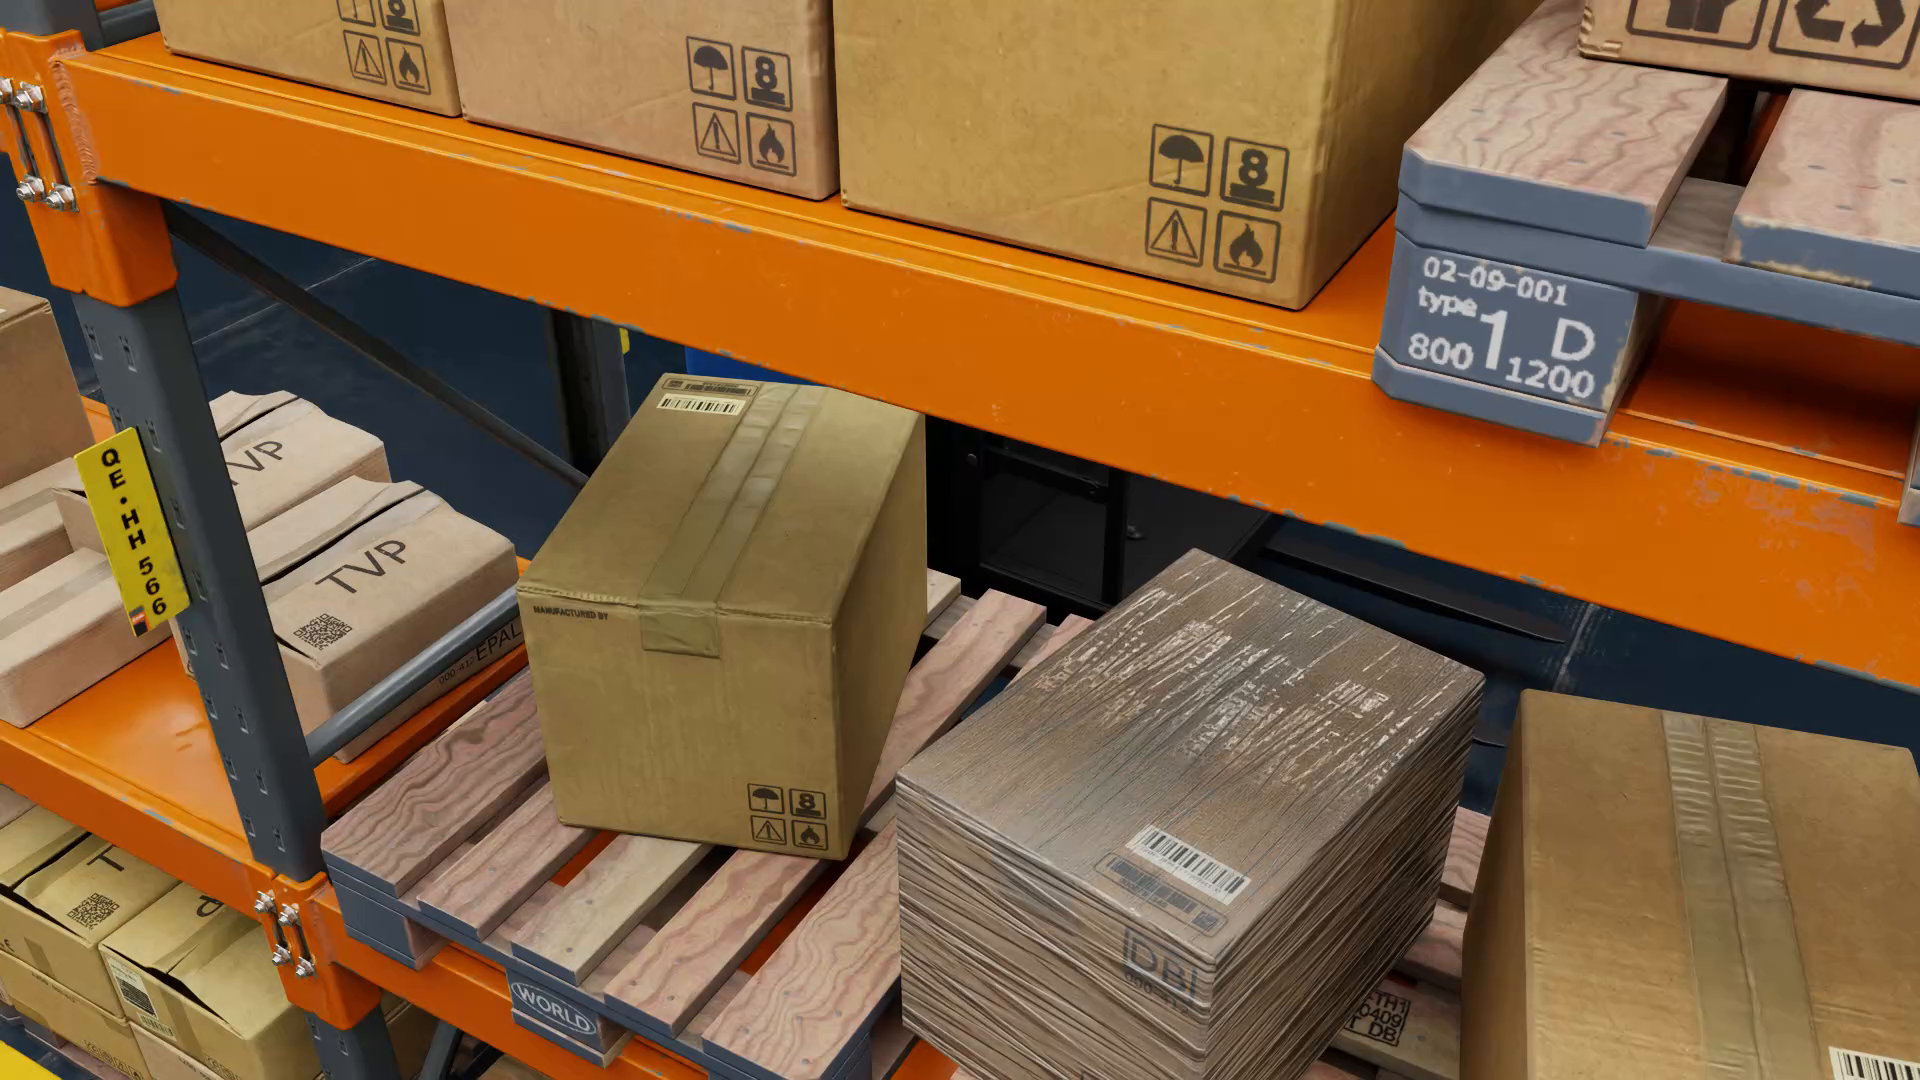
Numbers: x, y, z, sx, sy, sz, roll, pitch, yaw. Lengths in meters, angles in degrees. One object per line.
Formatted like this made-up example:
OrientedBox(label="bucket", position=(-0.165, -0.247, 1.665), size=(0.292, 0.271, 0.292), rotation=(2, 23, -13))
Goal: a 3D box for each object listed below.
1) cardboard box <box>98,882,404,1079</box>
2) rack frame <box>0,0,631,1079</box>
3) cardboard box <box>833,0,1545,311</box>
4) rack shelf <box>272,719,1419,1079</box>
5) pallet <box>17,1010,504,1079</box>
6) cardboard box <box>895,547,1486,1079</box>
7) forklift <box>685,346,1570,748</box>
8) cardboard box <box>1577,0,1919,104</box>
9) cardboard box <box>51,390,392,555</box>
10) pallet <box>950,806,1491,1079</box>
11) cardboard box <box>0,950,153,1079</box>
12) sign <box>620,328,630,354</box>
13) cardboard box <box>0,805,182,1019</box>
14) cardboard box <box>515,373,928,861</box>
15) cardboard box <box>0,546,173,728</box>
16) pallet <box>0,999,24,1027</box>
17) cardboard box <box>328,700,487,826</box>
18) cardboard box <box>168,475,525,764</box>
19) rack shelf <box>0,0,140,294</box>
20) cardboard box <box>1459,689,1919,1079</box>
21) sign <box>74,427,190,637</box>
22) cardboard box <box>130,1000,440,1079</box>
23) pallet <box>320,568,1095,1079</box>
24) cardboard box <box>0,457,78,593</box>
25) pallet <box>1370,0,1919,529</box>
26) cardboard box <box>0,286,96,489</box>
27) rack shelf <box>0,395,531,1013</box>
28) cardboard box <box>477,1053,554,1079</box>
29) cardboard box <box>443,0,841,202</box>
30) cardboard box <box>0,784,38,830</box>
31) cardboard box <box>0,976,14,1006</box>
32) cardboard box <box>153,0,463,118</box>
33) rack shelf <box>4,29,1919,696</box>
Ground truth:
OrientedBox(label="cardboard box", position=(-1.551, 0.916, 3.763), size=(0.500, 0.311, 0.500), rotation=(19, 38, 26))
OrientedBox(label="rack frame", position=(-0.974, 0.206, 3.235), size=(0.127, 3.000, 1.000), rotation=(18, 37, 24))
OrientedBox(label="cardboard box", position=(0.316, -0.697, 1.794), size=(0.500, 0.500, 0.910), rotation=(18, 37, 24))
OrientedBox(label="rack shelf", position=(0.763, 1.055, 2.608), size=(4.000, 0.370, 1.077), rotation=(18, 37, 24))
OrientedBox(label="pallet", position=(-1.669, 1.121, 4.376), size=(1.213, 0.211, 1.003), rotation=(18, 37, 24))
OrientedBox(label="cardboard box", position=(0.328, 0.452, 2.396), size=(0.500, 0.500, 0.700), rotation=(25, 41, 33))
OrientedBox(label="forklift", position=(0.528, -1.031, 5.154), size=(3.031, 2.935, 1.130), rotation=(20, 38, 27))
OrientedBox(label="cardboard box", position=(0.939, -0.740, 1.390), size=(0.600, 0.600, 0.600), rotation=(16, 37, 23))
OrientedBox(label="cardboard box", position=(-1.654, -0.096, 3.769), size=(0.500, 0.311, 0.500), rotation=(17, 37, 24))
OrientedBox(label="pallet", position=(0.717, 0.818, 2.488), size=(1.213, 0.211, 1.003), rotation=(18, 37, 24))
OrientedBox(label="cardboard box", position=(-2.001, 1.008, 4.132), size=(0.500, 0.250, 0.500), rotation=(17, 37, 24))
OrientedBox(label="sign", position=(-0.713, -0.507, 3.332), size=(0.005, 0.325, 0.100), rotation=(18, 37, 24))
OrientedBox(label="cardboard box", position=(-2.005, 0.777, 3.973), size=(0.500, 0.311, 0.500), rotation=(17, 37, 24))
OrientedBox(label="cardboard box", position=(-0.371, 0.108, 2.912), size=(0.500, 0.500, 0.700), rotation=(6, 34, 9))
OrientedBox(label="cardboard box", position=(-1.892, 0.196, 3.476), size=(0.250, 0.149, 0.380), rotation=(18, 37, 24))
OrientedBox(label="pallet", position=(-2.724, 0.785, 4.880), size=(1.213, 0.211, 1.003), rotation=(18, 37, 24))
OrientedBox(label="cardboard box", position=(-1.283, 0.657, 4.154), size=(0.500, 0.311, 0.500), rotation=(19, 38, 26))
OrientedBox(label="cardboard box", position=(-1.268, 0.122, 3.441), size=(0.500, 0.311, 0.500), rotation=(20, 39, 27))
OrientedBox(label="rack shelf", position=(-2.710, -1.293, 3.429), size=(4.000, 0.370, 1.077), rotation=(18, 37, 24))
OrientedBox(label="cardboard box", position=(0.935, 0.633, 2.124), size=(0.500, 0.500, 0.700), rotation=(8, 35, 12))
OrientedBox(label="sign", position=(-1.246, -0.008, 2.511), size=(0.005, 0.325, 0.100), rotation=(18, 37, 24))
OrientedBox(label="cardboard box", position=(-1.552, 1.148, 3.921), size=(0.500, 0.250, 0.500), rotation=(19, 38, 25))
OrientedBox(label="pallet", position=(-0.350, 0.438, 3.059), size=(1.003, 0.211, 1.213), rotation=(18, 37, 24))
OrientedBox(label="cardboard box", position=(-2.109, -0.013, 3.790), size=(0.250, 0.149, 0.380), rotation=(21, 39, 28))
OrientedBox(label="pallet", position=(1.066, -0.361, 1.550), size=(1.003, 0.211, 1.213), rotation=(18, 37, 24))
OrientedBox(label="cardboard box", position=(-2.439, -0.289, 3.888), size=(0.500, 0.500, 0.500), rotation=(16, 37, 22))
OrientedBox(label="rack shelf", position=(-2.710, -0.045, 4.260), size=(4.000, 0.370, 1.077), rotation=(18, 37, 24))
OrientedBox(label="cardboard box", position=(-0.720, 1.326, 3.411), size=(0.500, 0.500, 0.500), rotation=(19, 38, 26))
OrientedBox(label="cardboard box", position=(-0.135, -0.840, 2.009), size=(0.500, 0.500, 0.910), rotation=(18, 37, 24))
OrientedBox(label="cardboard box", position=(-2.442, 0.637, 4.184), size=(0.500, 0.311, 0.500), rotation=(17, 37, 24))
OrientedBox(label="cardboard box", position=(-2.436, 0.868, 4.342), size=(0.500, 0.250, 0.500), rotation=(18, 38, 25))
OrientedBox(label="cardboard box", position=(-0.578, -0.981, 2.220), size=(0.500, 0.500, 0.910), rotation=(18, 37, 24))
OrientedBox(label="rack shelf", position=(0.763, -0.193, 1.777), size=(4.000, 0.370, 1.077), rotation=(18, 37, 24))
